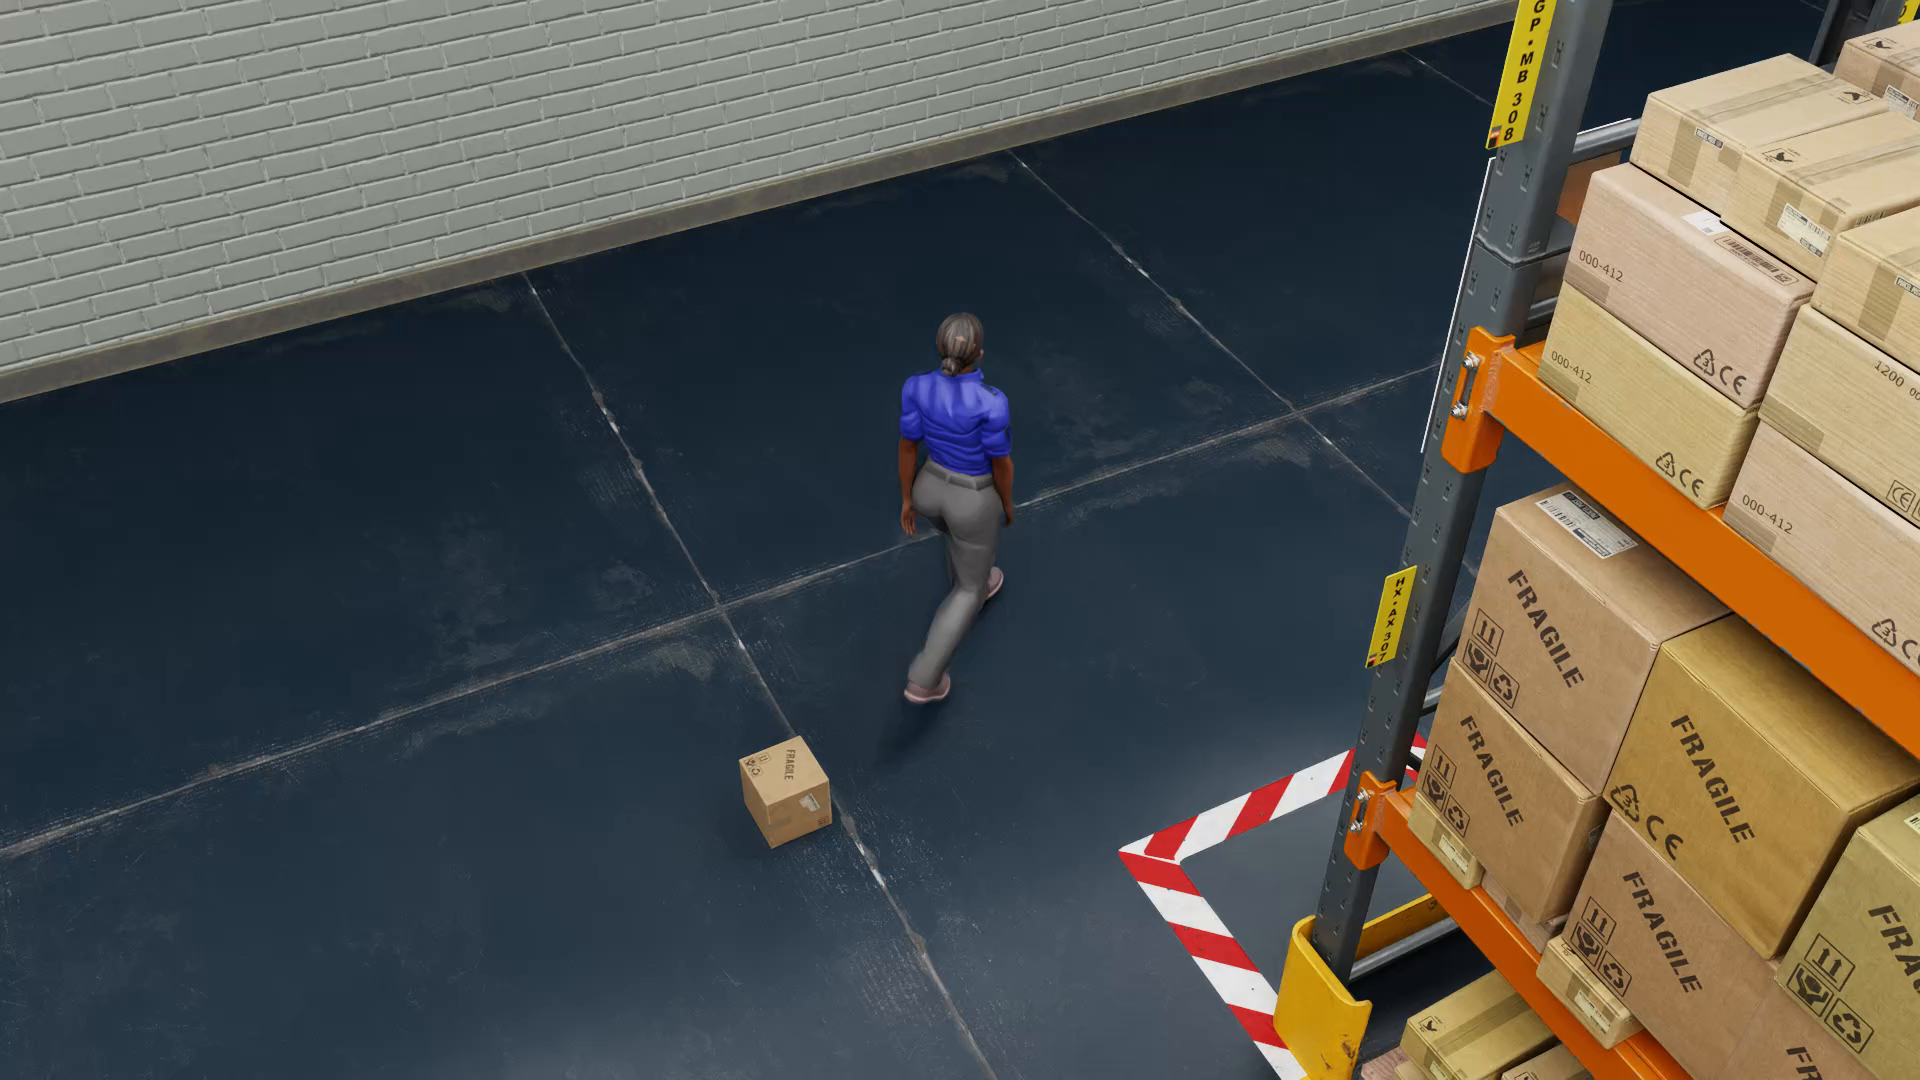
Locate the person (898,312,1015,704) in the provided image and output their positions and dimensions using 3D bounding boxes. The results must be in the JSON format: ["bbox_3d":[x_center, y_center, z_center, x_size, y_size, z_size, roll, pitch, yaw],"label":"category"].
[{"bbox_3d":[-0.026,-0.149,6.331,0.435,1.610,0.961,21,46,22],"label":"person"}]
